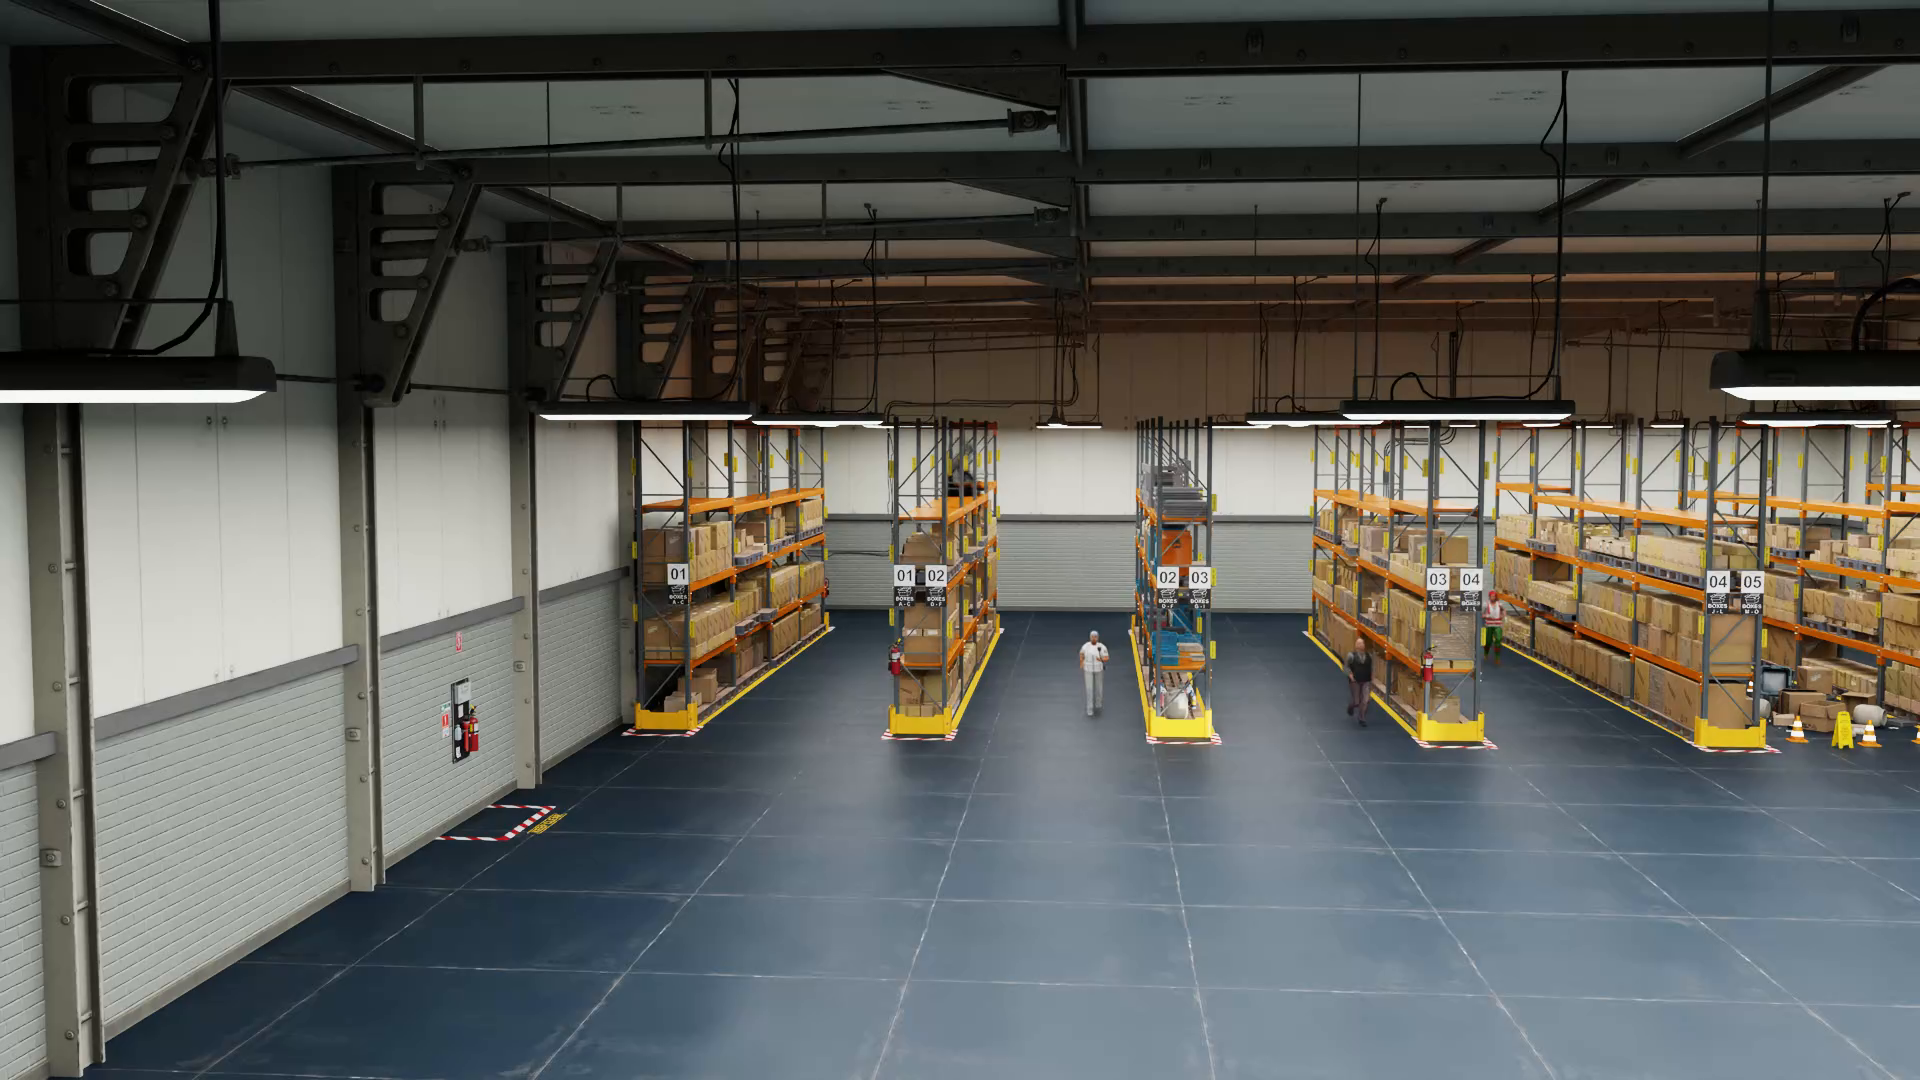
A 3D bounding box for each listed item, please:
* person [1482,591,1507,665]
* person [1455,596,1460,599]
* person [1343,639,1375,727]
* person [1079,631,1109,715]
[{"bbox_3d":[13.146,2.140,40.967,0.670,1.775,0.992,1,4,9],"label":"person"},{"bbox_3d":[13.478,1.920,45.427,0.732,1.689,0.814,0,4,5],"label":"person"},{"bbox_3d":[7.804,2.770,32.491,0.663,1.700,0.756,0,4,-5],"label":"person"},{"bbox_3d":[2.711,2.671,33.765,0.595,1.650,0.904,0,4,5],"label":"person"}]
